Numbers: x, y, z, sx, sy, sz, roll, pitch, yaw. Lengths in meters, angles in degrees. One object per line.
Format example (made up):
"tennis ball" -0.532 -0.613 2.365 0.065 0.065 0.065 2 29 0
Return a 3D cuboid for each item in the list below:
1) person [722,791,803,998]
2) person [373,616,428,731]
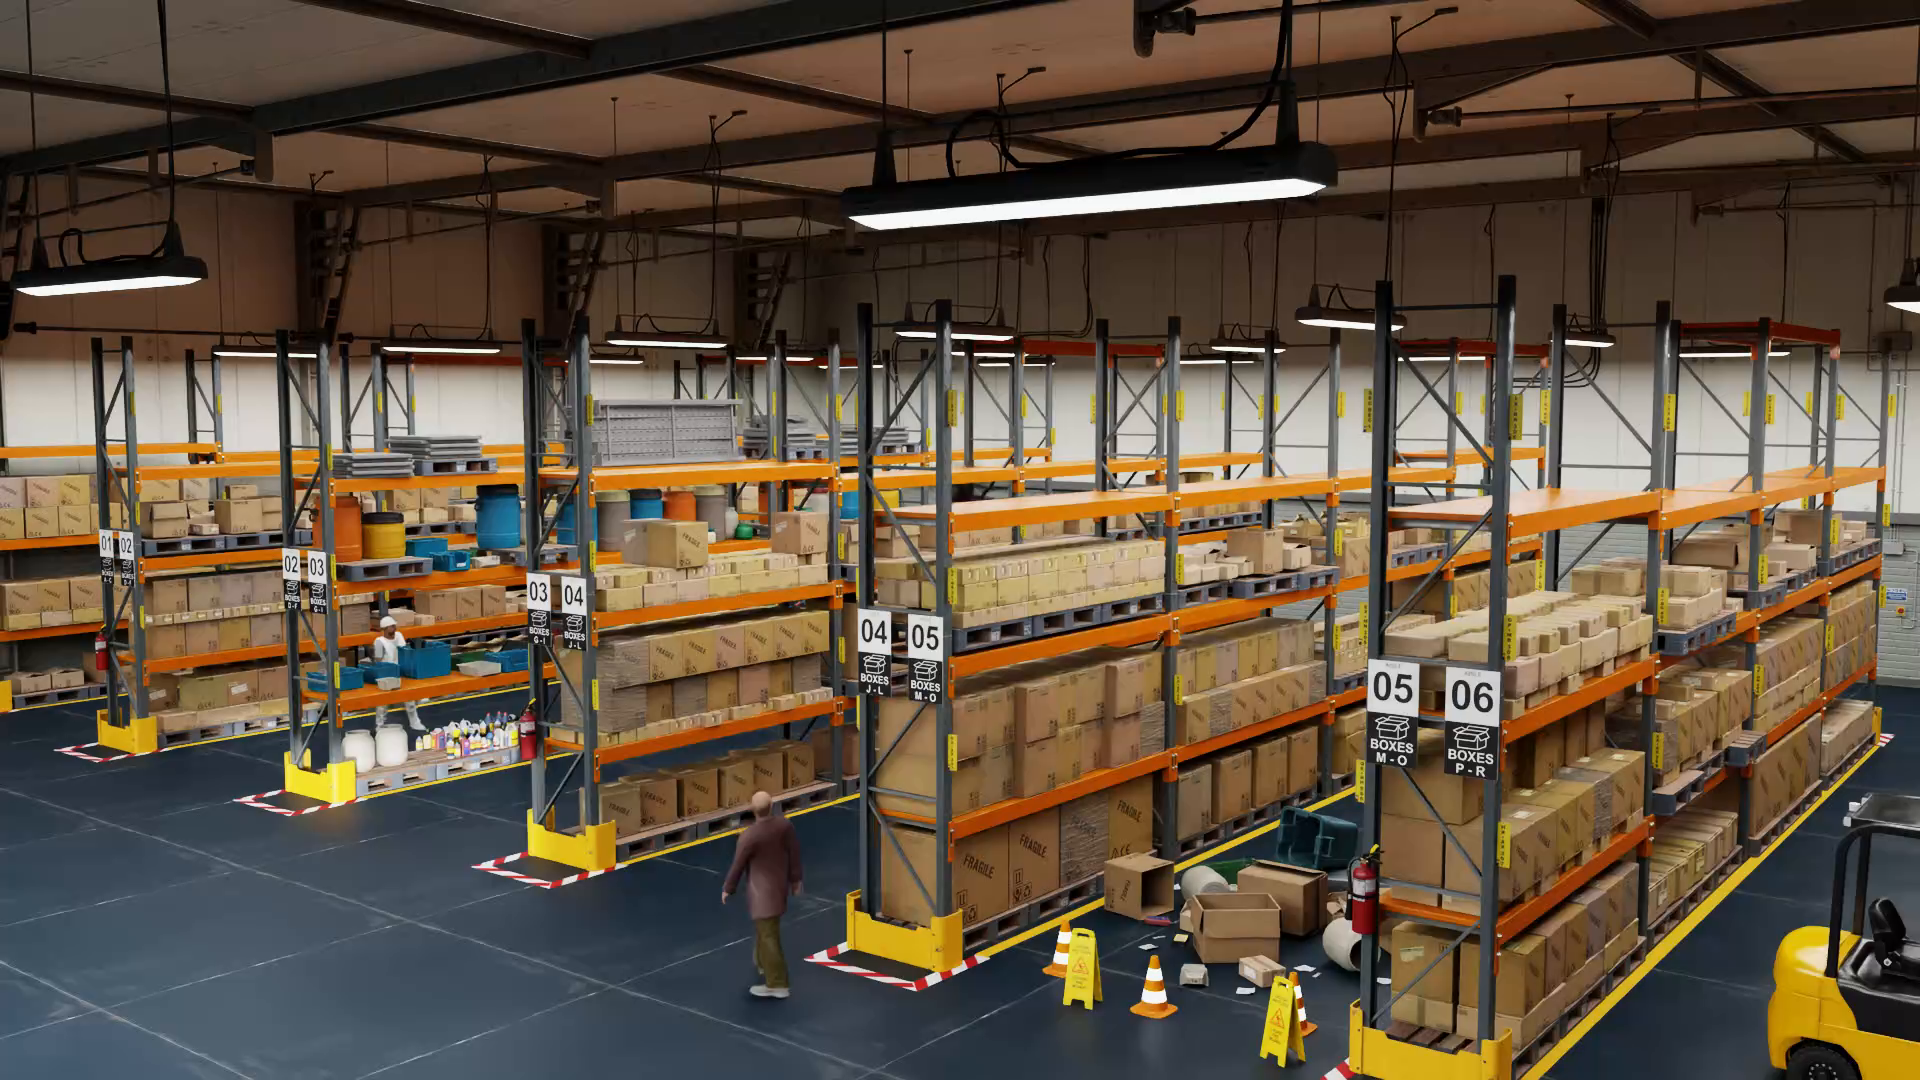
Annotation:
"person" -1.706 3.068 14.522 0.851 1.652 0.735 3 6 34
"person" -8.653 2.062 25.579 0.578 1.799 0.702 5 7 44
